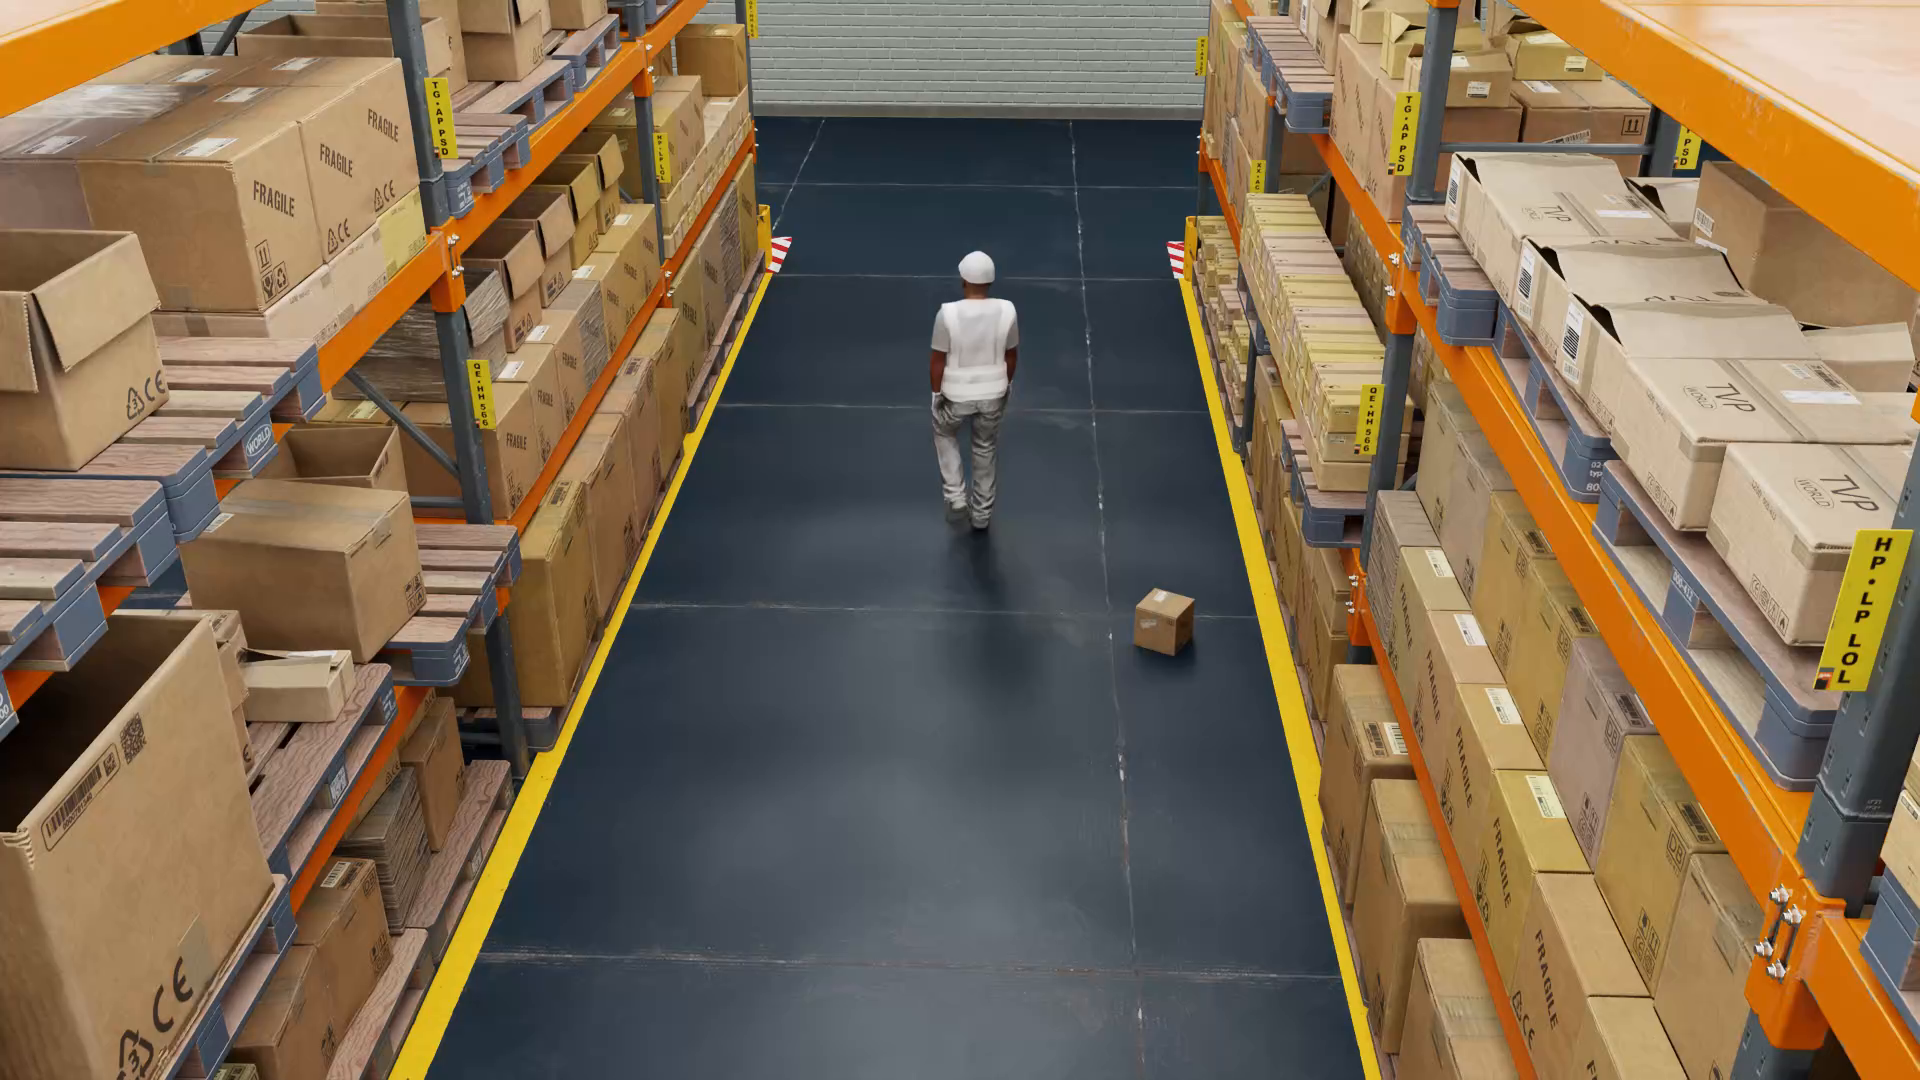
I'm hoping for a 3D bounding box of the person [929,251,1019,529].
[{"bbox_3d":[0.078,-0.920,10.303,0.563,1.794,0.452,-5,28,-9],"label":"person"}]
